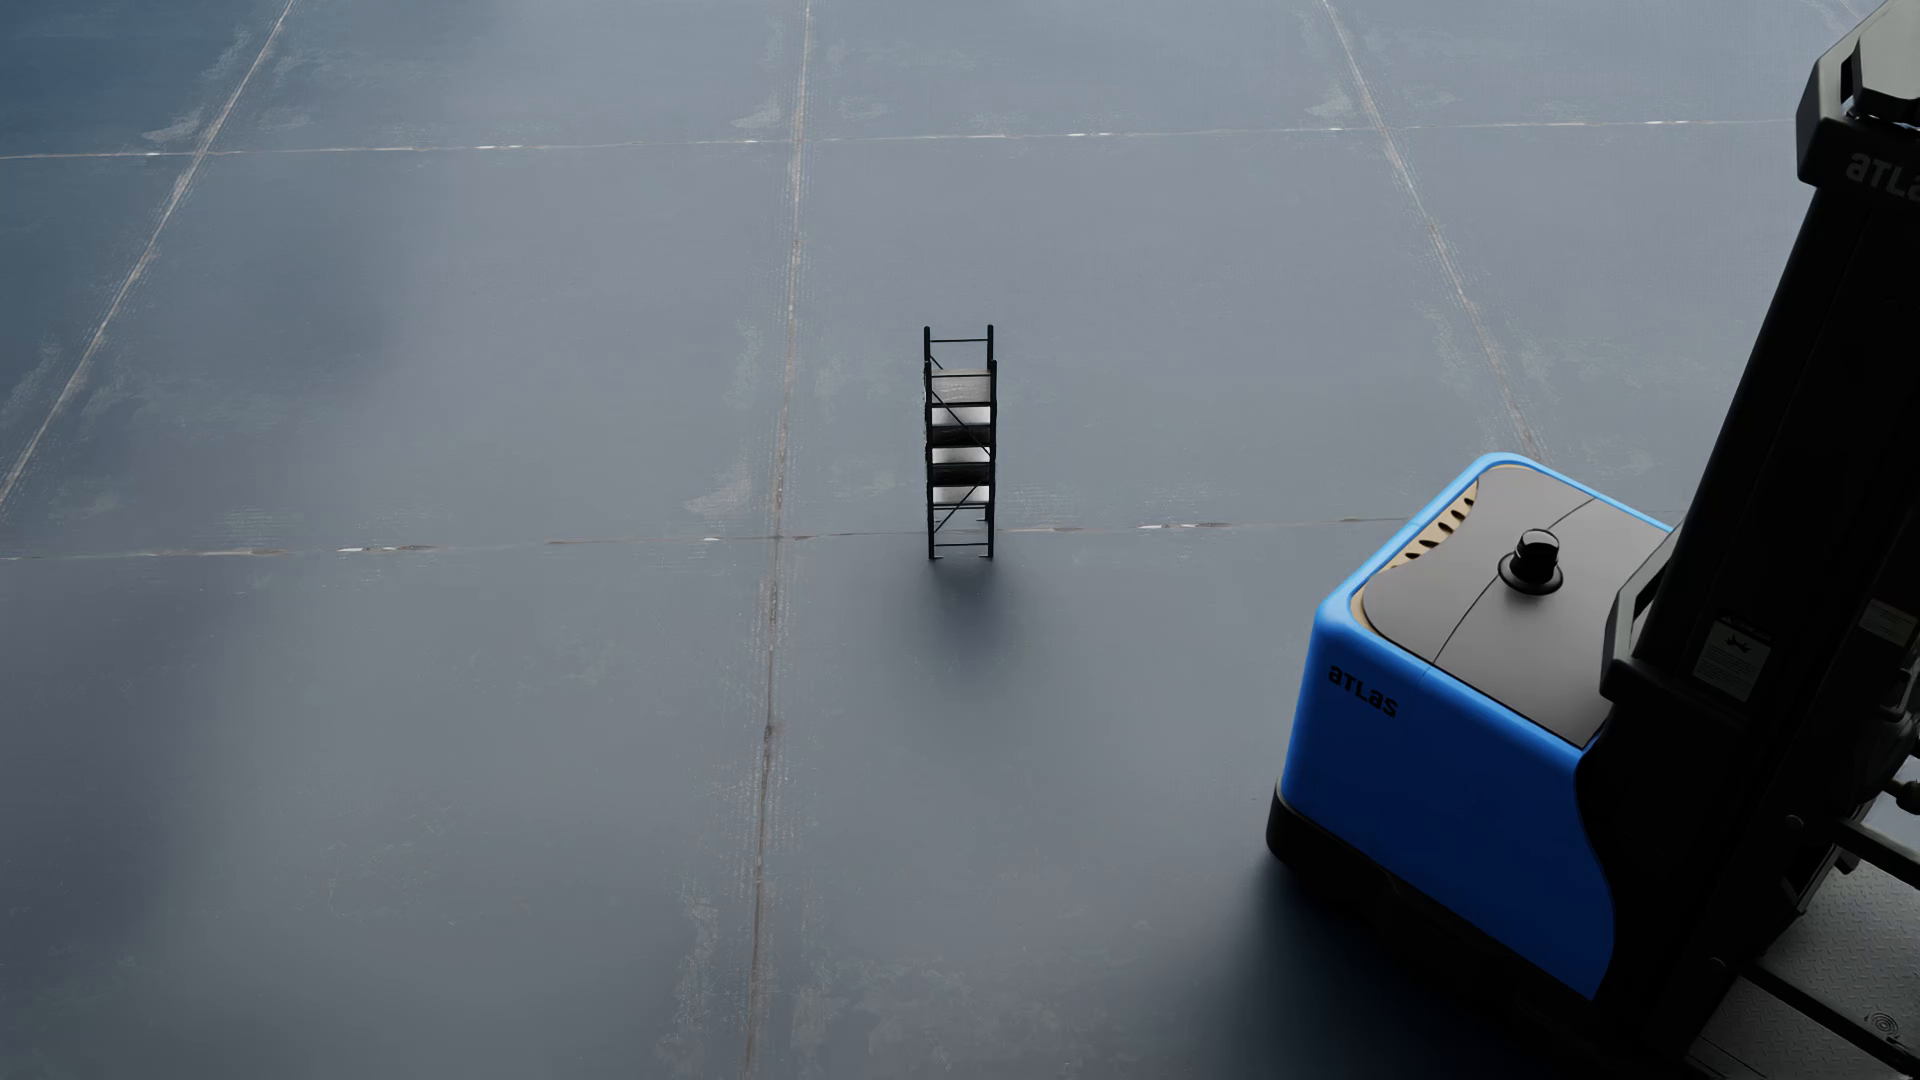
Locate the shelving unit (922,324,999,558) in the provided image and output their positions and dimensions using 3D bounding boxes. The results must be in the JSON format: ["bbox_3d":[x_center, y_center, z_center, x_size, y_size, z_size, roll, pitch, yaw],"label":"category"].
[{"bbox_3d":[0.000,-0.337,5.952,0.258,0.900,0.210,-2,43,-2],"label":"shelving unit"}]

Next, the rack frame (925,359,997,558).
[{"bbox_3d":[0.004,-0.269,5.877,0.240,0.900,0.006,-2,43,-2],"label":"rack frame"}]

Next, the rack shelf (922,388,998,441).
[{"bbox_3d":[0.000,-0.445,5.853,0.258,0.077,0.200,-2,43,-2],"label":"rack shelf"}]

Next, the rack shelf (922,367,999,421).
[{"bbox_3d":[0.000,-0.512,5.792,0.258,0.077,0.200,-2,43,-2],"label":"rack shelf"}]

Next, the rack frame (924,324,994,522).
[{"bbox_3d":[-0.005,-0.406,6.027,0.240,0.900,0.006,-2,43,-2],"label":"rack frame"}]

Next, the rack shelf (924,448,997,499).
[{"bbox_3d":[0.000,-0.246,6.035,0.258,0.077,0.200,-2,43,-2],"label":"rack shelf"}]

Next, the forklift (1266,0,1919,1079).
[{"bbox_3d":[2.368,0.337,3.713,3.031,2.935,1.130,32,51,30],"label":"forklift"}]

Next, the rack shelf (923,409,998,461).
[{"bbox_3d":[0.000,-0.379,5.914,0.258,0.077,0.200,-2,43,-2],"label":"rack shelf"}]

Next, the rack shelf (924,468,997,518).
[{"bbox_3d":[0.000,-0.180,6.096,0.258,0.077,0.200,-2,43,-2],"label":"rack shelf"}]

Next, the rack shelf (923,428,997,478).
[{"bbox_3d":[0.000,-0.313,5.974,0.258,0.077,0.200,-2,43,-2],"label":"rack shelf"}]
